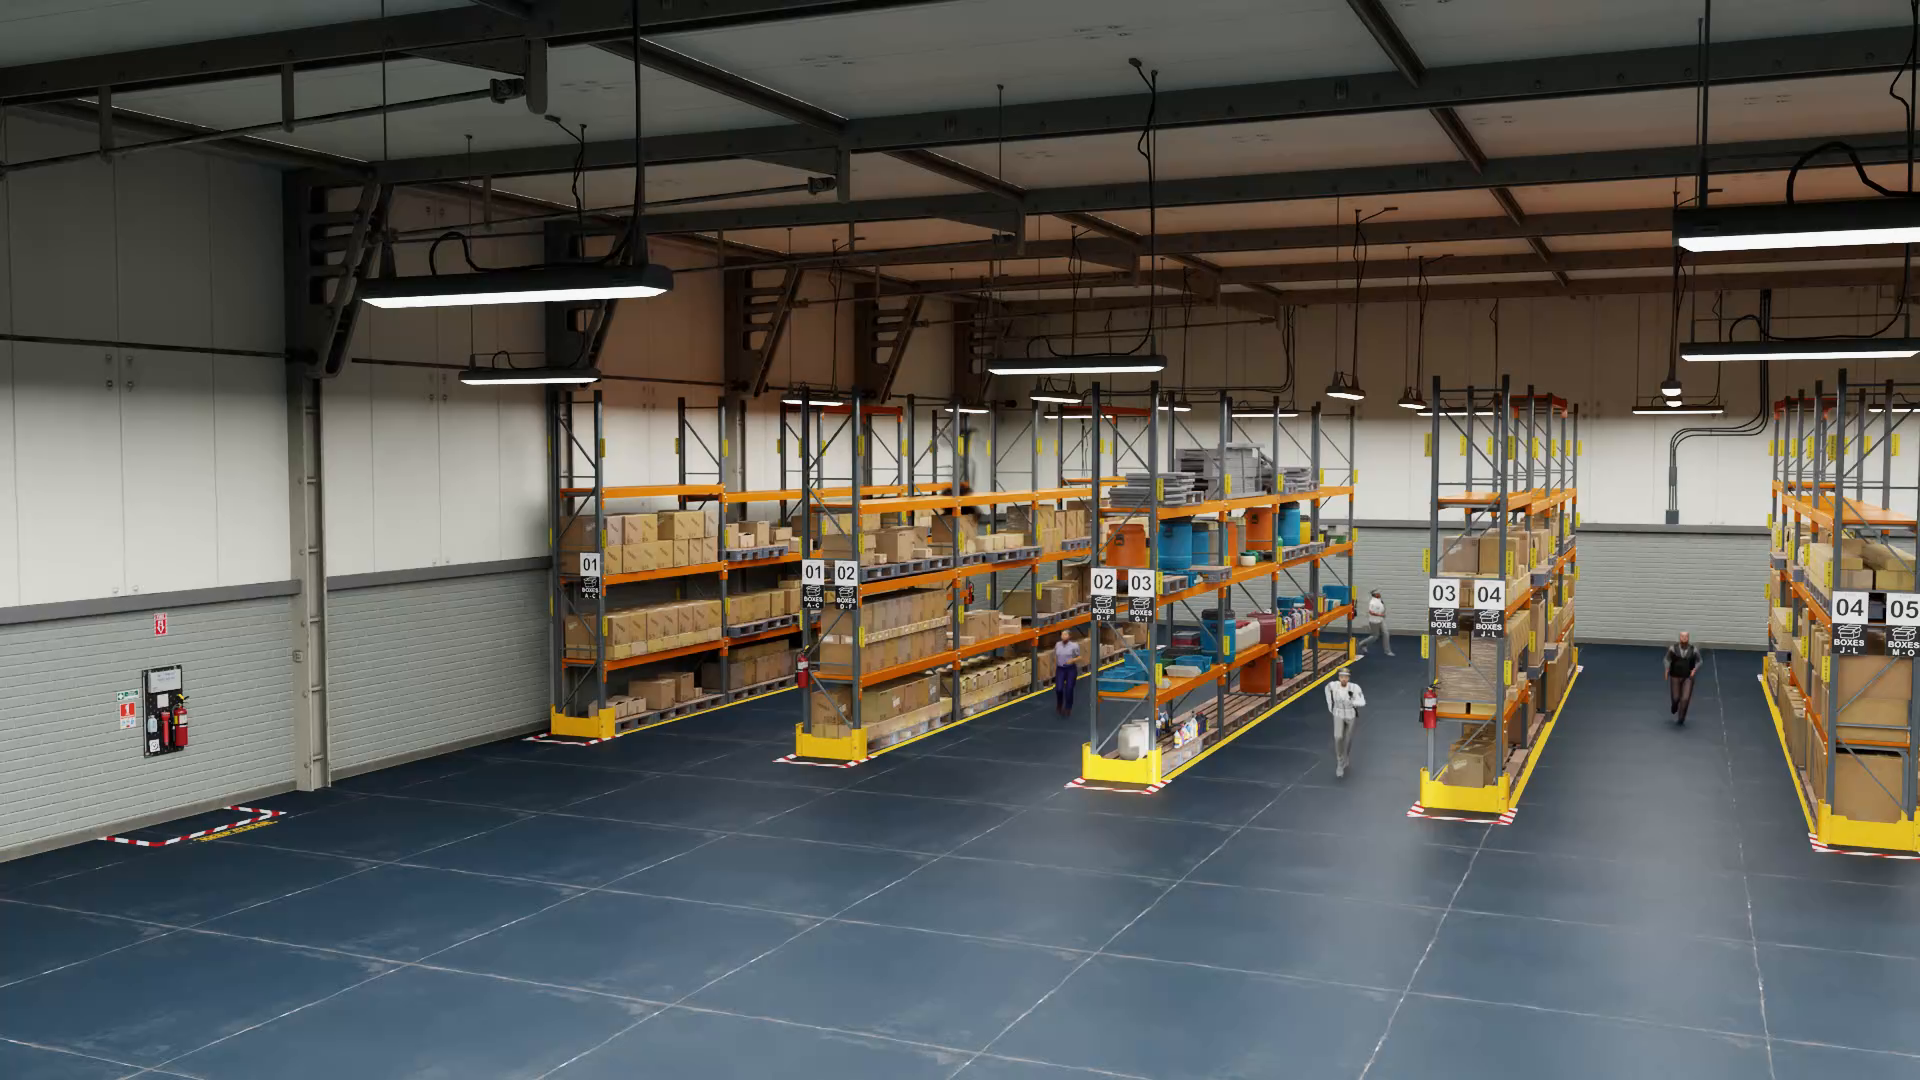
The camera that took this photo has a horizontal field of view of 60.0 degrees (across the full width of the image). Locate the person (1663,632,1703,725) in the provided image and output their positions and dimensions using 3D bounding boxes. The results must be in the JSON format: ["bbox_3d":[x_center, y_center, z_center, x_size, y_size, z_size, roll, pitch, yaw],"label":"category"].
[{"bbox_3d":[13.164,2.503,30.279,0.670,1.679,0.589,1,3,24],"label":"person"}]

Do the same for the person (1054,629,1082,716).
[{"bbox_3d":[1.981,2.482,31.008,0.580,1.638,0.638,1,3,16],"label":"person"}]

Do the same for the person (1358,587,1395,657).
[{"bbox_3d":[10.001,1.968,40.013,0.857,1.677,0.620,2,4,35],"label":"person"}]

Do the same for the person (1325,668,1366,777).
[{"bbox_3d":[5.931,2.766,25.628,0.606,1.685,0.912,1,3,12],"label":"person"}]
